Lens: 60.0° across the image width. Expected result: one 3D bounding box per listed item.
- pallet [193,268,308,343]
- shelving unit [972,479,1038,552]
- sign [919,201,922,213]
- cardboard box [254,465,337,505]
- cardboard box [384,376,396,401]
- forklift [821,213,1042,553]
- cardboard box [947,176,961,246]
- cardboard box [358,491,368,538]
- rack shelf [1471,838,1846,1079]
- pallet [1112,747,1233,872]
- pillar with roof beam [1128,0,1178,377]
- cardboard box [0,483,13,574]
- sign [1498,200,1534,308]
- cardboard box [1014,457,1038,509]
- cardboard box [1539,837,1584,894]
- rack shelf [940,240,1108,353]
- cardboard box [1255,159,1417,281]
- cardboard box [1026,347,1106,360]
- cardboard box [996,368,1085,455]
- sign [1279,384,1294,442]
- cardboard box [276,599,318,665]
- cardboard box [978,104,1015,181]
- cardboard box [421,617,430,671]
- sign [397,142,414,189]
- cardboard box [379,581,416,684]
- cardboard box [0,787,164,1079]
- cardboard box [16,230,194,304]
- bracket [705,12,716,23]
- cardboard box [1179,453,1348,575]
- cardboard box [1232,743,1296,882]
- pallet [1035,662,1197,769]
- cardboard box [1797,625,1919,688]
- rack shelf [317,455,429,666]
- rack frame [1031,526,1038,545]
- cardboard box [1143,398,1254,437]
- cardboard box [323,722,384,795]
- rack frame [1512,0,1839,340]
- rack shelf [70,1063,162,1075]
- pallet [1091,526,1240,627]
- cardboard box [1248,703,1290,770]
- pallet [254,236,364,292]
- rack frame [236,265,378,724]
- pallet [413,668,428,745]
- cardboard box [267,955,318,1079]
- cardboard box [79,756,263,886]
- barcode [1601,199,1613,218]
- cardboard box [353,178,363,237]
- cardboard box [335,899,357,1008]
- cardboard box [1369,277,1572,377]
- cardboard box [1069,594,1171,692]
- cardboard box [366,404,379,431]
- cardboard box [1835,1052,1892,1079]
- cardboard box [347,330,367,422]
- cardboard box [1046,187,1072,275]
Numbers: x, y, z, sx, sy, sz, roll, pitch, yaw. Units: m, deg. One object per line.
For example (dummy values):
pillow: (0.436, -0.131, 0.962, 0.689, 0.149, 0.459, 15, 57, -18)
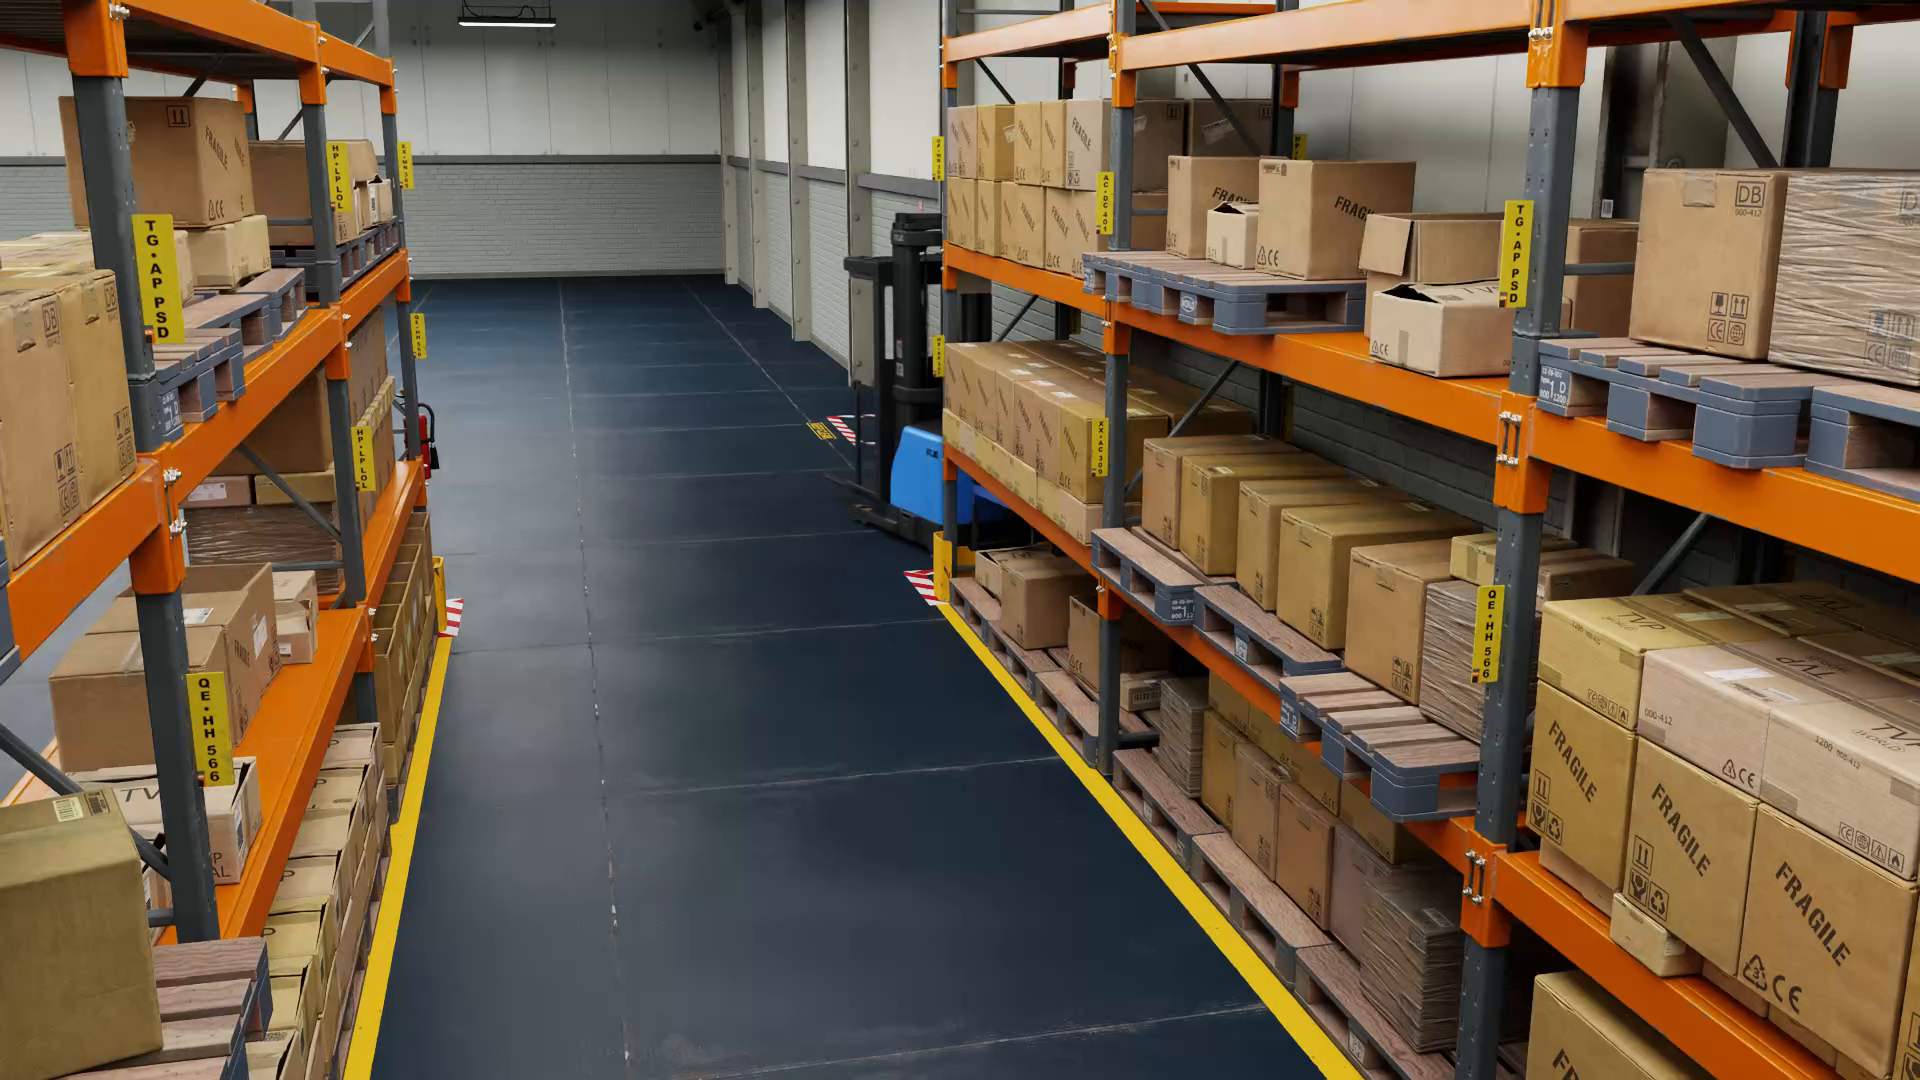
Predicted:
pallet: (-3.290, -1.009, 7.143, 0.805, 0.209, 1.217, -4, 14, -15)
shelving unit: (0.577, -0.494, 14.093, 0.538, 1.500, 1.048, -7, 16, -27)
sign: (-0.488, -4.024, 20.516, 0.001, 0.298, 0.199, -3, 14, -13)
cardboard box: (-3.385, -0.284, 8.515, 0.380, 0.149, 0.250, -3, 14, -13)
cardboard box: (-4.175, -1.057, 11.677, 0.380, 0.149, 0.250, -4, 14, -14)
forklift: (-0.408, -1.610, 15.662, 1.130, 2.935, 3.031, -7, 16, -28)
cardboard box: (0.200, -2.472, 12.474, 0.500, 0.500, 0.500, -3, 14, -12)
cardboard box: (-3.865, -0.235, 9.683, 0.700, 0.500, 0.500, -3, 14, -12)
rack shelf: (2.713, 1.609, 3.859, 1.077, 0.370, 4.000, -3, 14, -13)
pallet: (1.488, 1.410, 9.036, 1.003, 0.211, 1.213, -3, 14, -13)
pillar with roof beam: (-2.815, -3.608, 11.059, 9.100, 9.000, 0.400, -3, 14, -13)
cardboard box: (-2.194, -0.094, 2.784, 0.910, 0.500, 0.500, -3, 14, -13)
sign: (1.716, -0.880, 5.123, 0.100, 0.325, 0.005, -3, 14, -13)
cardboard box: (0.656, -0.384, 10.777, 0.500, 0.250, 0.500, -3, 14, -13)
cardboard box: (2.096, 0.999, 5.326, 0.380, 0.149, 0.250, -3, 14, -14)
rack shelf: (0.834, -1.694, 11.058, 1.077, 0.370, 4.000, -3, 14, -13)
cardboard box: (1.644, -1.419, 7.323, 0.500, 0.500, 0.500, -4, 14, -15)
cardboard box: (0.791, -1.135, 12.269, 0.500, 0.500, 0.500, -3, 14, -12)
cardboard box: (0.539, -0.869, 11.181, 0.500, 0.500, 0.500, -3, 14, -11)
sign: (1.843, -0.719, 9.432, 0.100, 0.325, 0.005, -3, 14, -13)
cardboard box: (-3.125, 0.410, 7.534, 0.396, 0.266, 0.258, -4, 14, -15)
cardboard box: (0.419, -2.710, 11.342, 0.500, 0.500, 0.500, -3, 14, -12)
cardboard box: (-3.788, 0.699, 10.979, 0.500, 0.250, 0.500, -3, 14, -13)
sign: (-3.919, -2.646, 11.742, 0.100, 0.325, 0.005, -3, 14, -13)
cardboard box: (-3.550, 0.565, 9.947, 0.500, 0.500, 0.500, -3, 14, -13)
cardboard box: (-2.313, 0.962, 3.898, 0.700, 0.500, 0.500, -9, 16, -32)
cardboard box: (-3.121, -0.991, 6.099, 0.500, 0.250, 0.500, -5, 14, -18)
bracket: (-5.923, -12.402, 39.469, 0.235, 0.232, 0.430, -3, 14, -13)
cardboard box: (1.515, -0.138, 8.358, 0.700, 0.500, 0.500, -2, 14, -7)
cardboard box: (1.744, 1.281, 8.025, 0.700, 0.500, 0.500, -3, 14, -13)
pallet: (1.112, 1.077, 10.397, 1.003, 0.211, 1.213, -3, 14, -13)
cardboard box: (2.720, 0.441, 4.665, 0.500, 0.250, 0.500, -4, 14, -15)
rack shelf: (-3.980, 0.040, 10.280, 1.077, 0.370, 4.000, -3, 14, -13)
rack frame: (0.816, -0.380, 13.659, 0.500, 1.500, 0.032, -7, 16, -27)
cardboard box: (1.397, -0.546, 9.857, 0.500, 0.500, 0.500, -4, 14, -14)
cardboard box: (-3.136, 1.089, 8.199, 0.500, 0.311, 0.500, -3, 14, -13)
rack frame: (2.243, -2.116, 4.951, 1.000, 3.000, 0.127, -3, 14, -13)
rack shelf: (-2.101, 1.886, 2.726, 1.077, 0.370, 4.000, -3, 14, -13)
pallet: (1.342, 0.153, 8.708, 1.003, 0.211, 1.213, -3, 14, -13)
cardboard box: (1.726, 0.902, 7.998, 0.500, 0.250, 0.500, -4, 14, -15)
pallet: (-3.736, -1.457, 8.760, 1.003, 0.211, 1.213, -3, 14, -13)
rack frame: (-3.510, 0.152, 8.306, 1.000, 3.000, 0.127, -3, 14, -13)
pallet: (-3.946, 1.039, 10.552, 1.003, 0.211, 1.213, -3, 14, -13)
cardboard box: (-2.540, 1.677, 5.794, 0.500, 0.311, 0.500, -4, 14, -15)
cardboard box: (-2.593, 0.901, 5.428, 0.500, 0.311, 0.500, -3, 14, -14)
barcode: (2.485, -1.272, 6.385, 0.001, 0.075, 0.075, -3, 14, -13)
cardboard box: (-3.499, -1.789, 8.940, 0.500, 0.311, 0.500, -4, 14, -16)
cardboard box: (-2.775, 1.716, 6.815, 0.500, 0.250, 0.500, -3, 14, -12)
cardboard box: (1.812, -0.776, 5.933, 0.500, 0.311, 0.500, -3, 14, -13)
cardboard box: (1.021, 0.639, 10.655, 0.500, 0.500, 0.500, -4, 14, -17)
cardboard box: (-3.869, -0.758, 10.454, 0.380, 0.149, 0.250, -3, 14, -12)
cardboard box: (2.425, 1.295, 4.118, 0.380, 0.149, 0.250, -3, 14, -12)
cardboard box: (-3.974, -0.976, 9.979, 0.700, 0.500, 0.500, -3, 14, -13)
cardboard box: (0.839, -1.860, 9.970, 0.500, 0.500, 0.500, -5, 14, -18)
